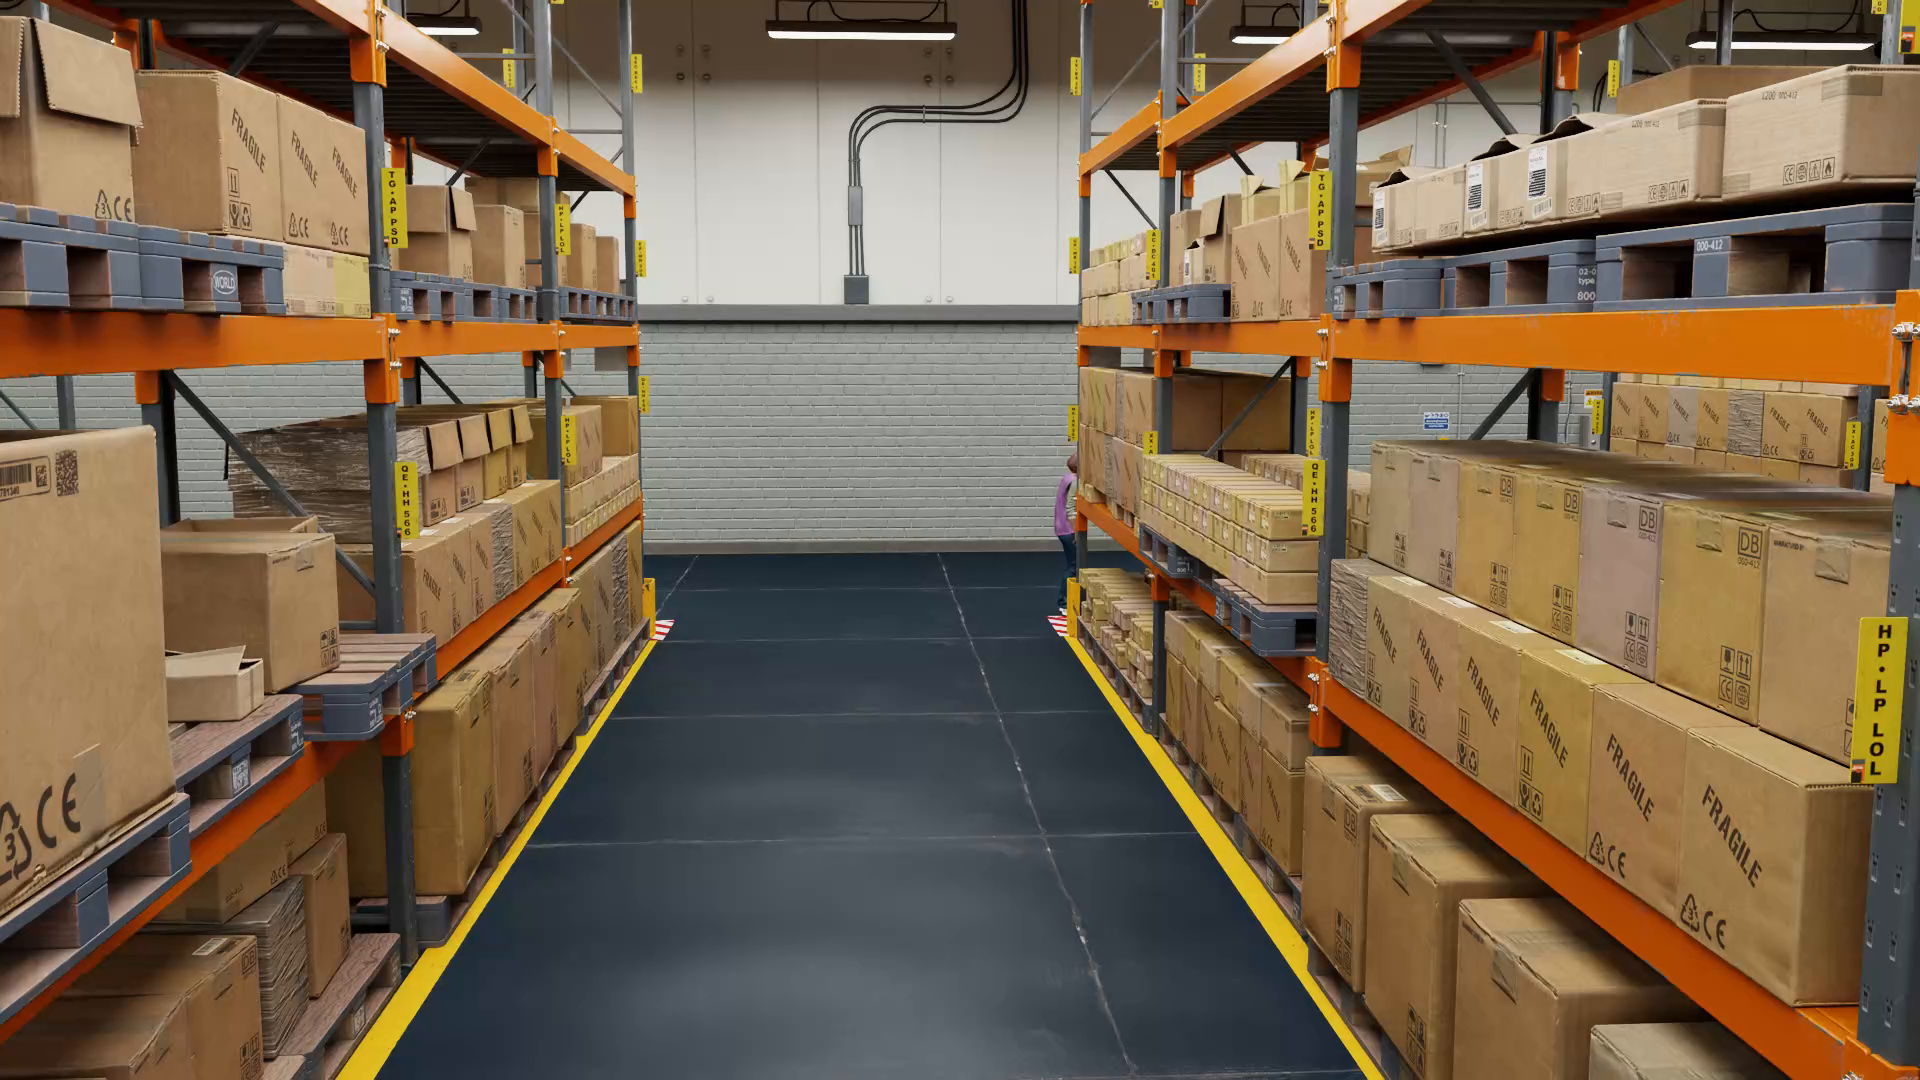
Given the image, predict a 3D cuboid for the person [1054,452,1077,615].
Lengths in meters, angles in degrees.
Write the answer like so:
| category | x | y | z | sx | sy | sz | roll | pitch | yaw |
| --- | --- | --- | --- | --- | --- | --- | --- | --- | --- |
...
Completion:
| category | x | y | z | sx | sy | sz | roll | pitch | yaw |
| --- | --- | --- | --- | --- | --- | --- | --- | --- | --- |
| person | 1.101 | -0.064 | 16.316 | 0.344 | 1.593 | 0.462 | 0 | 7 | 0 |
